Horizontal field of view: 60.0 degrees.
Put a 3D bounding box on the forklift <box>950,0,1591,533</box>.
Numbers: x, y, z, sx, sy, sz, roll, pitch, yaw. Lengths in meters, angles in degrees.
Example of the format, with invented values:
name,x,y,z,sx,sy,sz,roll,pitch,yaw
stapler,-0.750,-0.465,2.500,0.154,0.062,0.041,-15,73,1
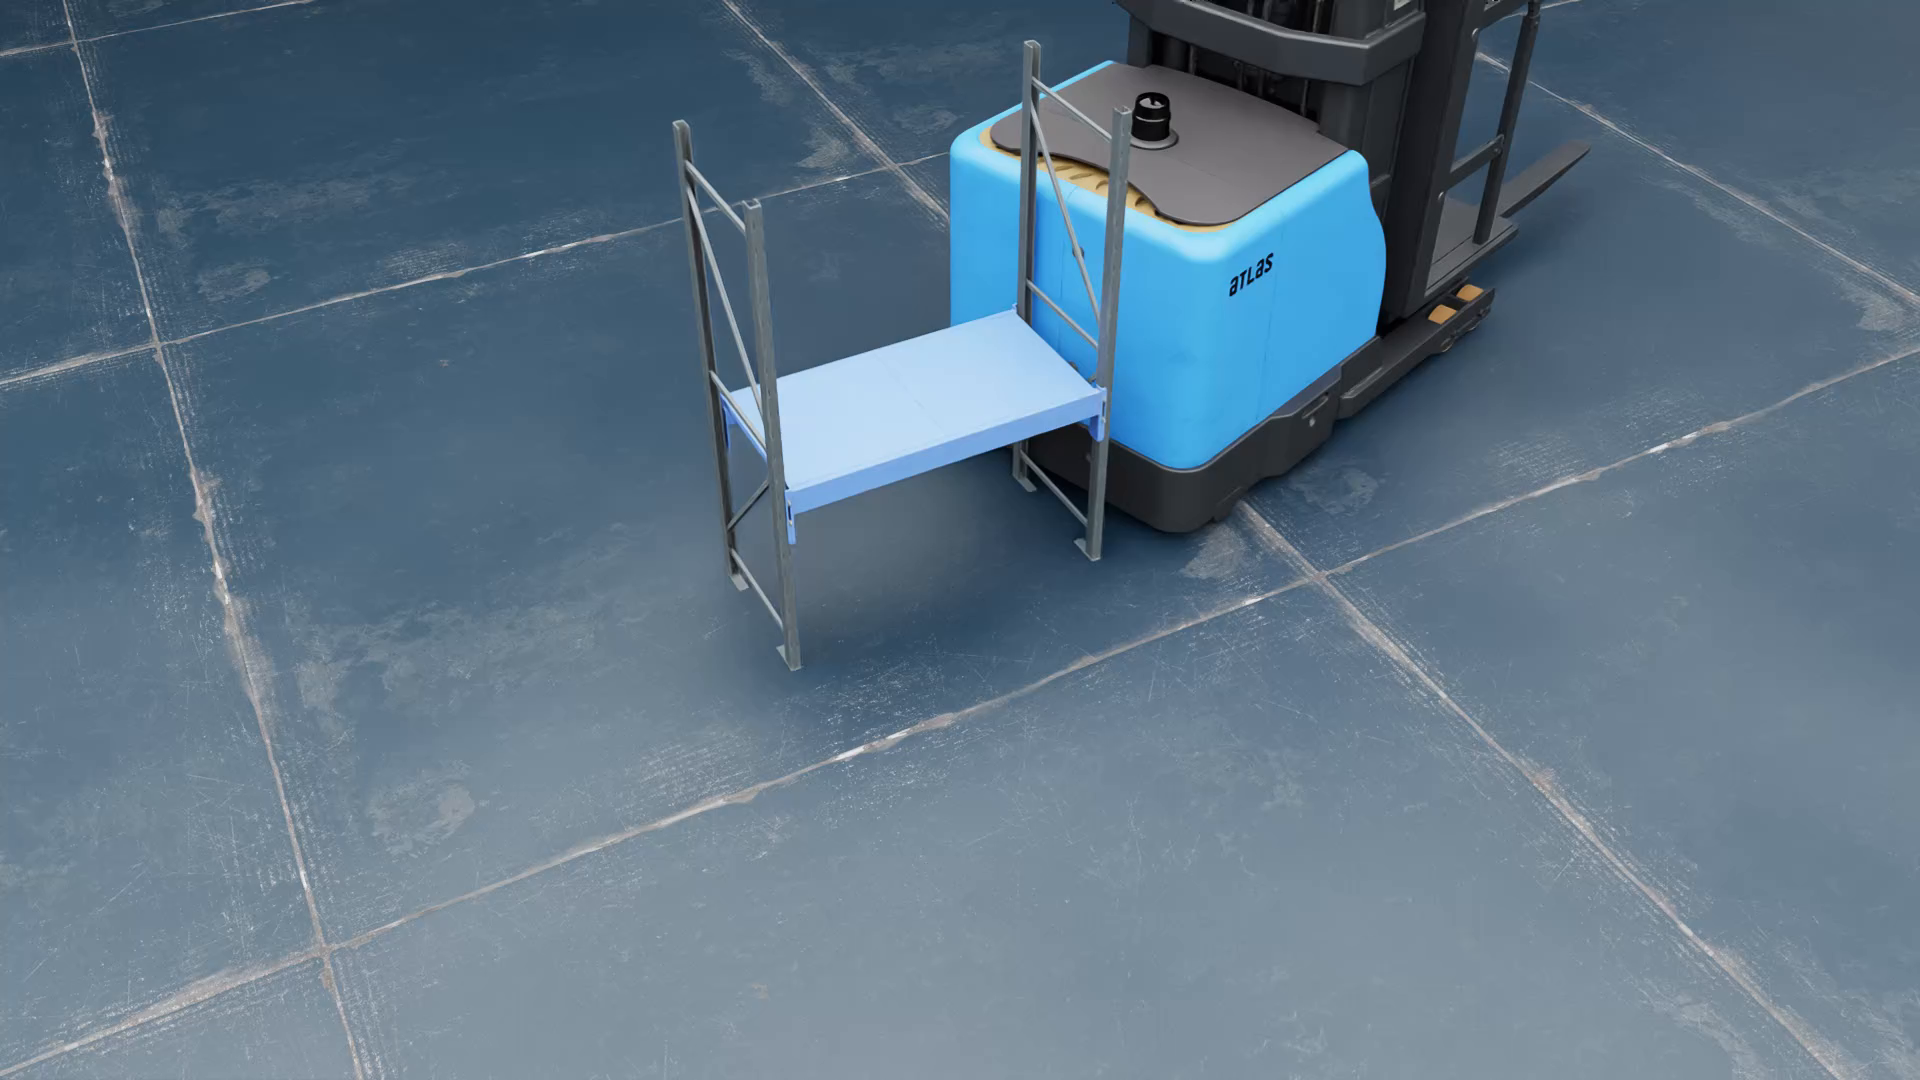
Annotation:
name,x,y,z,sx,sy,sz,roll,pitch,yaw
forklift,1.323,-2.005,5.350,1.130,2.935,3.031,31,49,31

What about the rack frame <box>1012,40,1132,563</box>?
name,x,y,z,sx,sy,sz,roll,pitch,yaw
rack frame,0.305,-0.648,4.855,0.032,1.500,0.500,-19,44,-21

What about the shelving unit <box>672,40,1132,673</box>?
name,x,y,z,sx,sy,sz,roll,pitch,yaw
shelving unit,-0.142,-0.492,4.671,1.048,1.500,0.538,-19,44,-21

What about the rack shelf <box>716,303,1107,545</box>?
name,x,y,z,sx,sy,sz,roll,pitch,yaw
rack shelf,-0.142,-0.355,4.787,1.000,0.185,0.538,-19,44,-21

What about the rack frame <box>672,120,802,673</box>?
name,x,y,z,sx,sy,sz,roll,pitch,yaw
rack frame,-0.590,-0.336,4.487,0.032,1.500,0.500,-19,44,-21
